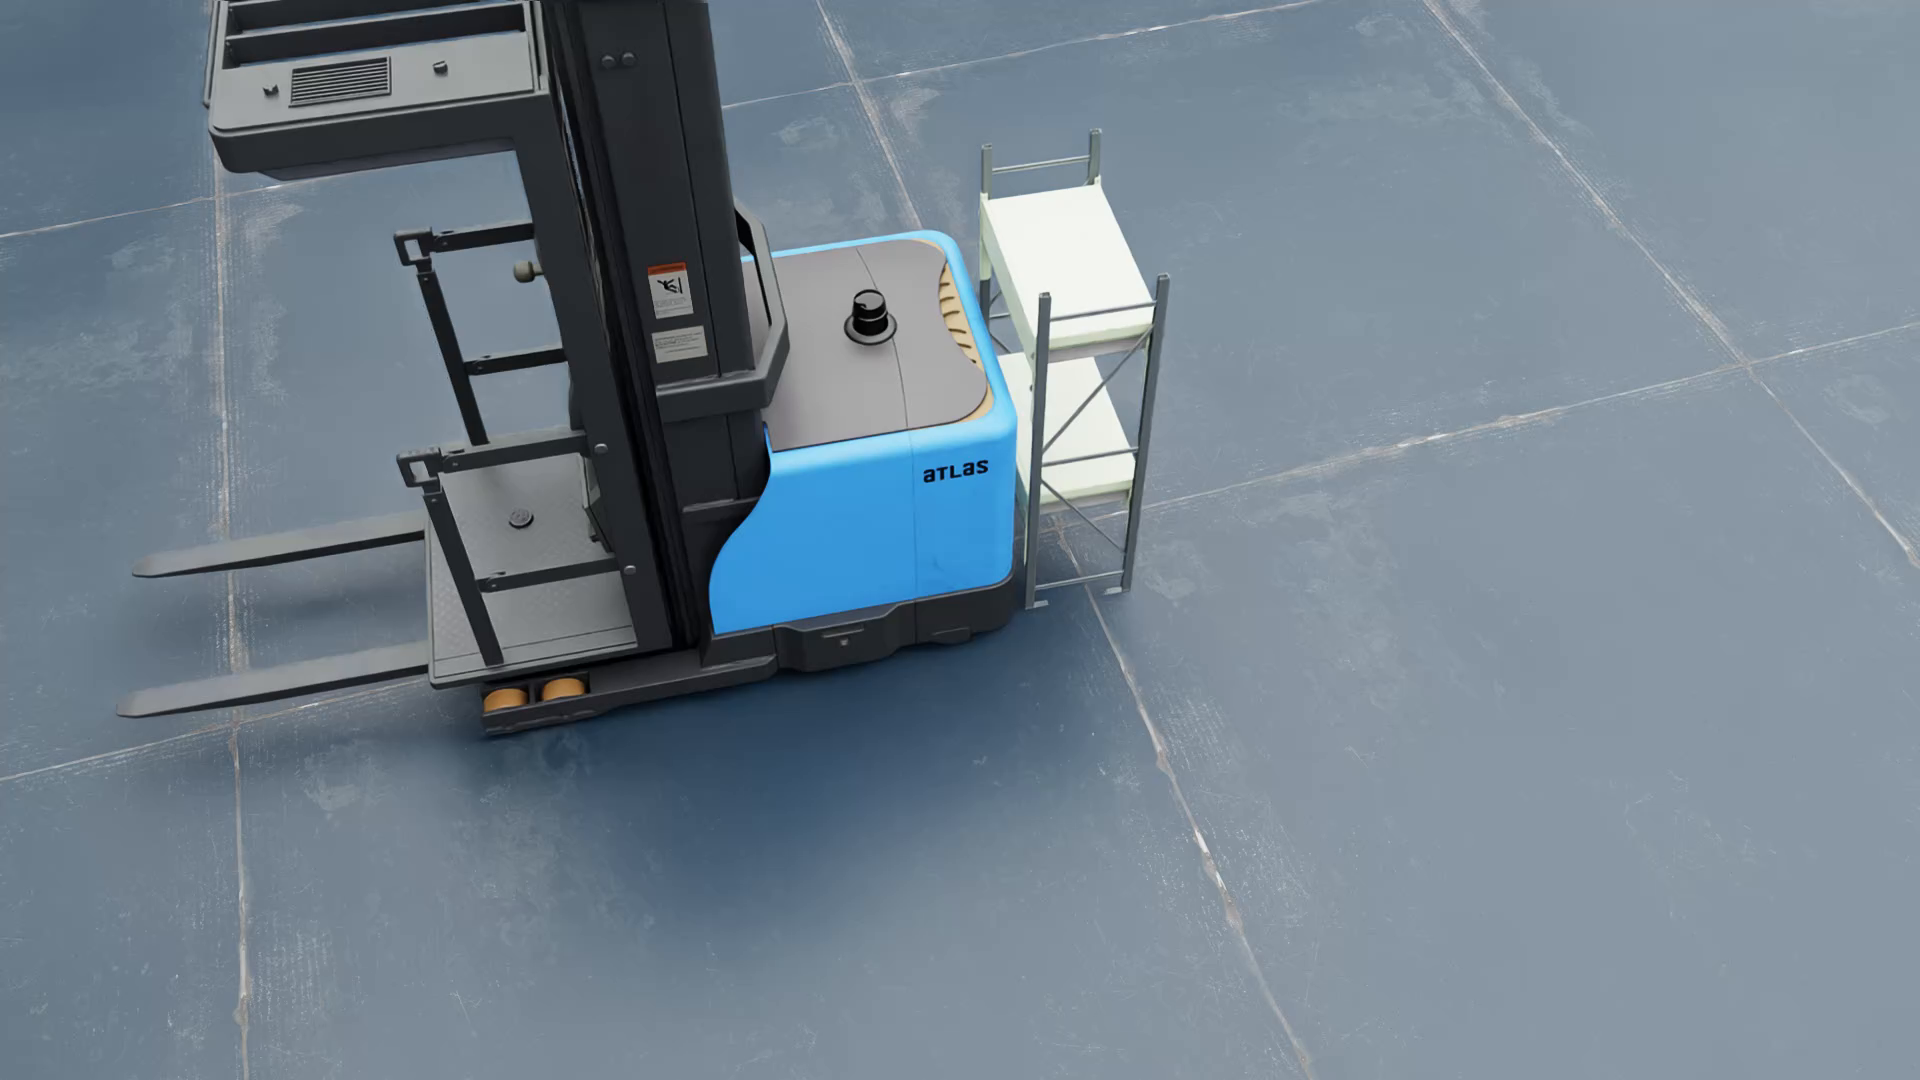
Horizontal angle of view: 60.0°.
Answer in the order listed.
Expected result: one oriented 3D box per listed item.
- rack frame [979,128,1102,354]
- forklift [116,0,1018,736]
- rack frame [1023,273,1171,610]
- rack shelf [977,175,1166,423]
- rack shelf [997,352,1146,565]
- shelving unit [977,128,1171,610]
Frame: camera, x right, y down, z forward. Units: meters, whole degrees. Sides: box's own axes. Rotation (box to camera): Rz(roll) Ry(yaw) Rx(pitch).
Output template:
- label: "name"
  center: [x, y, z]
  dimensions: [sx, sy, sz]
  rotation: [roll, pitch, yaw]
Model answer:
- label: "rack frame"
  center: [0.265, -0.817, 5.957]
  dimensions: [0.400, 1.500, 0.023]
  rotation: [-10, 51, -8]
- label: "forklift"
  center: [-1.378, -0.731, 4.949]
  dimensions: [3.031, 2.935, 1.130]
  rotation: [-10, 51, -8]
- label: "rack frame"
  center: [0.429, -0.271, 5.497]
  dimensions: [0.400, 1.500, 0.023]
  rotation: [-10, 51, -8]
- label: "rack shelf"
  center: [0.347, -0.795, 5.429]
  dimensions: [0.431, 0.370, 0.720]
  rotation: [-10, 51, -8]
- label: "rack shelf"
  center: [0.347, -0.334, 5.977]
  dimensions: [0.431, 0.370, 0.720]
  rotation: [-10, 51, -8]
- label: "shelving unit"
  center: [0.347, -0.544, 5.727]
  dimensions: [0.431, 1.500, 0.755]
  rotation: [-10, 51, -8]
